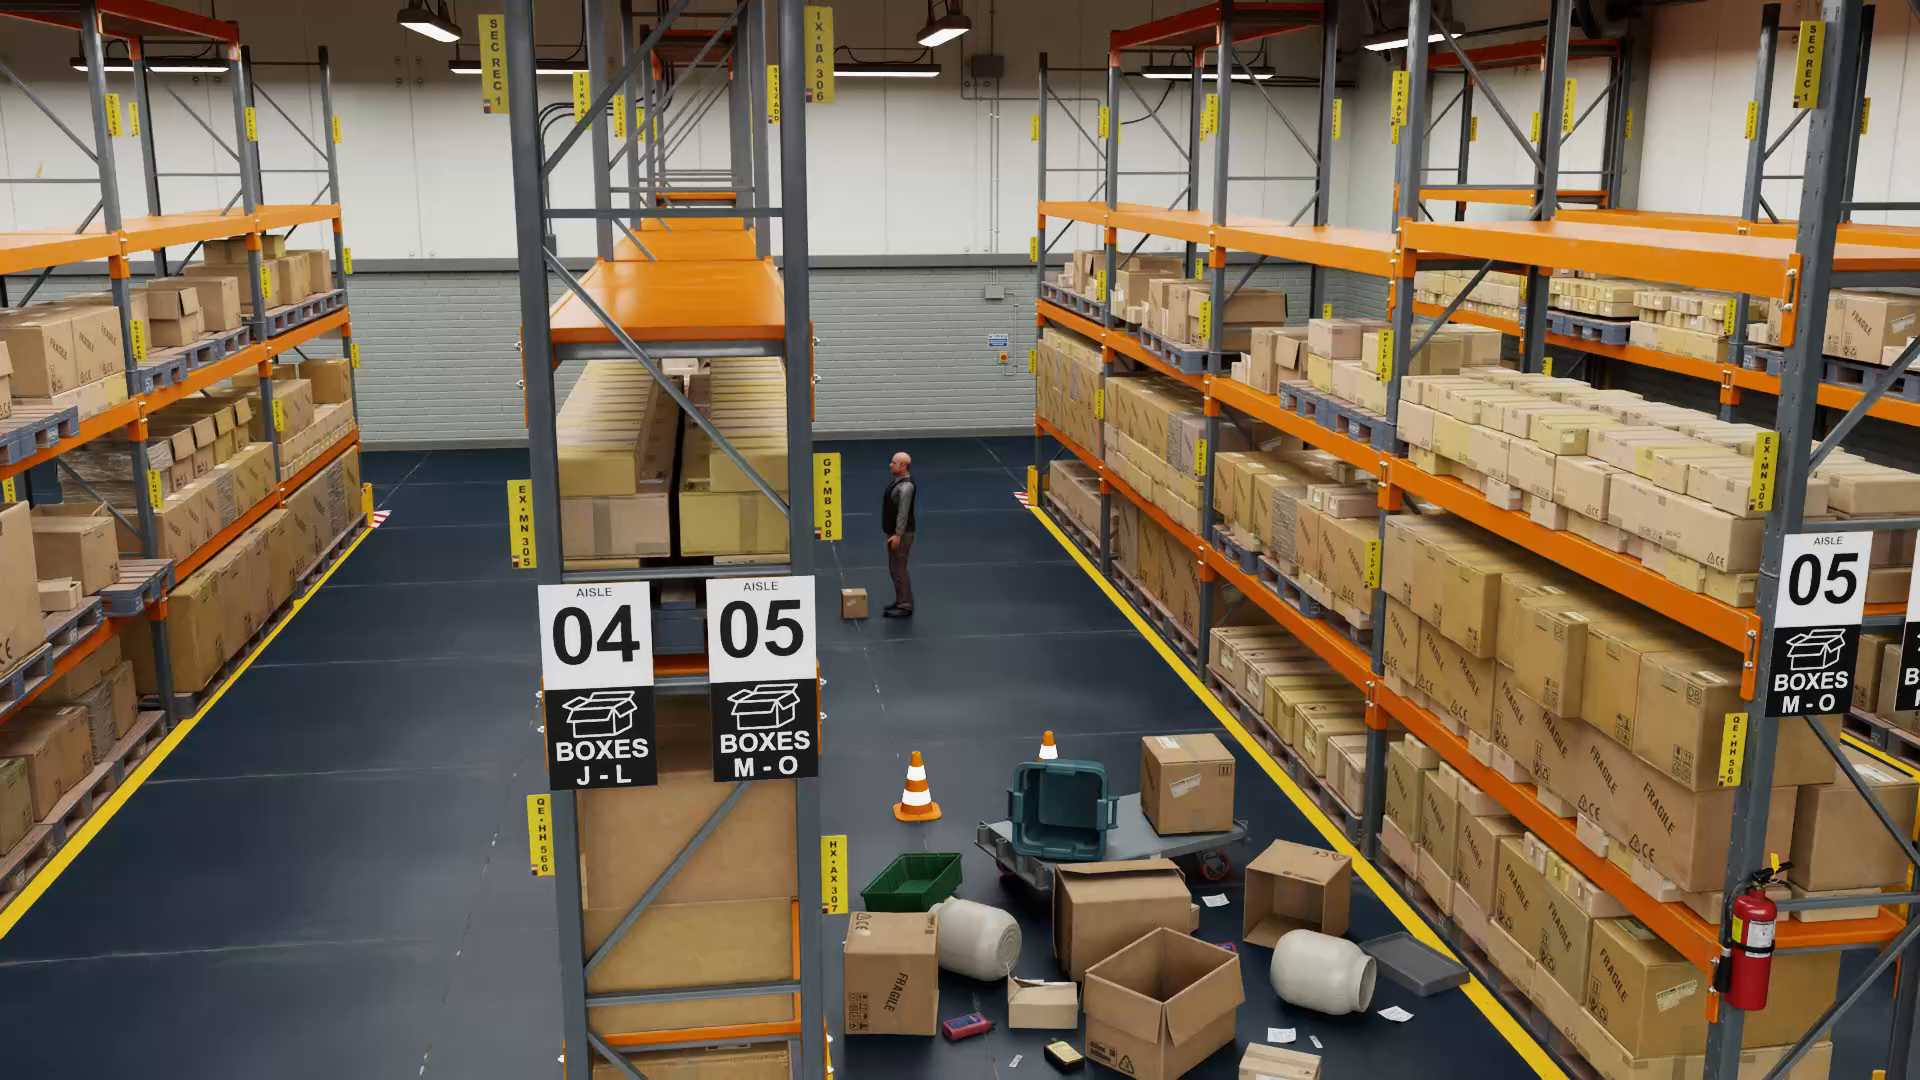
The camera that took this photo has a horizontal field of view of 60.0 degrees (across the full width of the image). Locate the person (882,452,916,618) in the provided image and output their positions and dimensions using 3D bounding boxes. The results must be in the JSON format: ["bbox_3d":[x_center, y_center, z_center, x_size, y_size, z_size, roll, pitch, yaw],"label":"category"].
[{"bbox_3d":[-0.635,-0.057,17.324,0.359,1.731,0.533,-2,13,-7],"label":"person"}]
